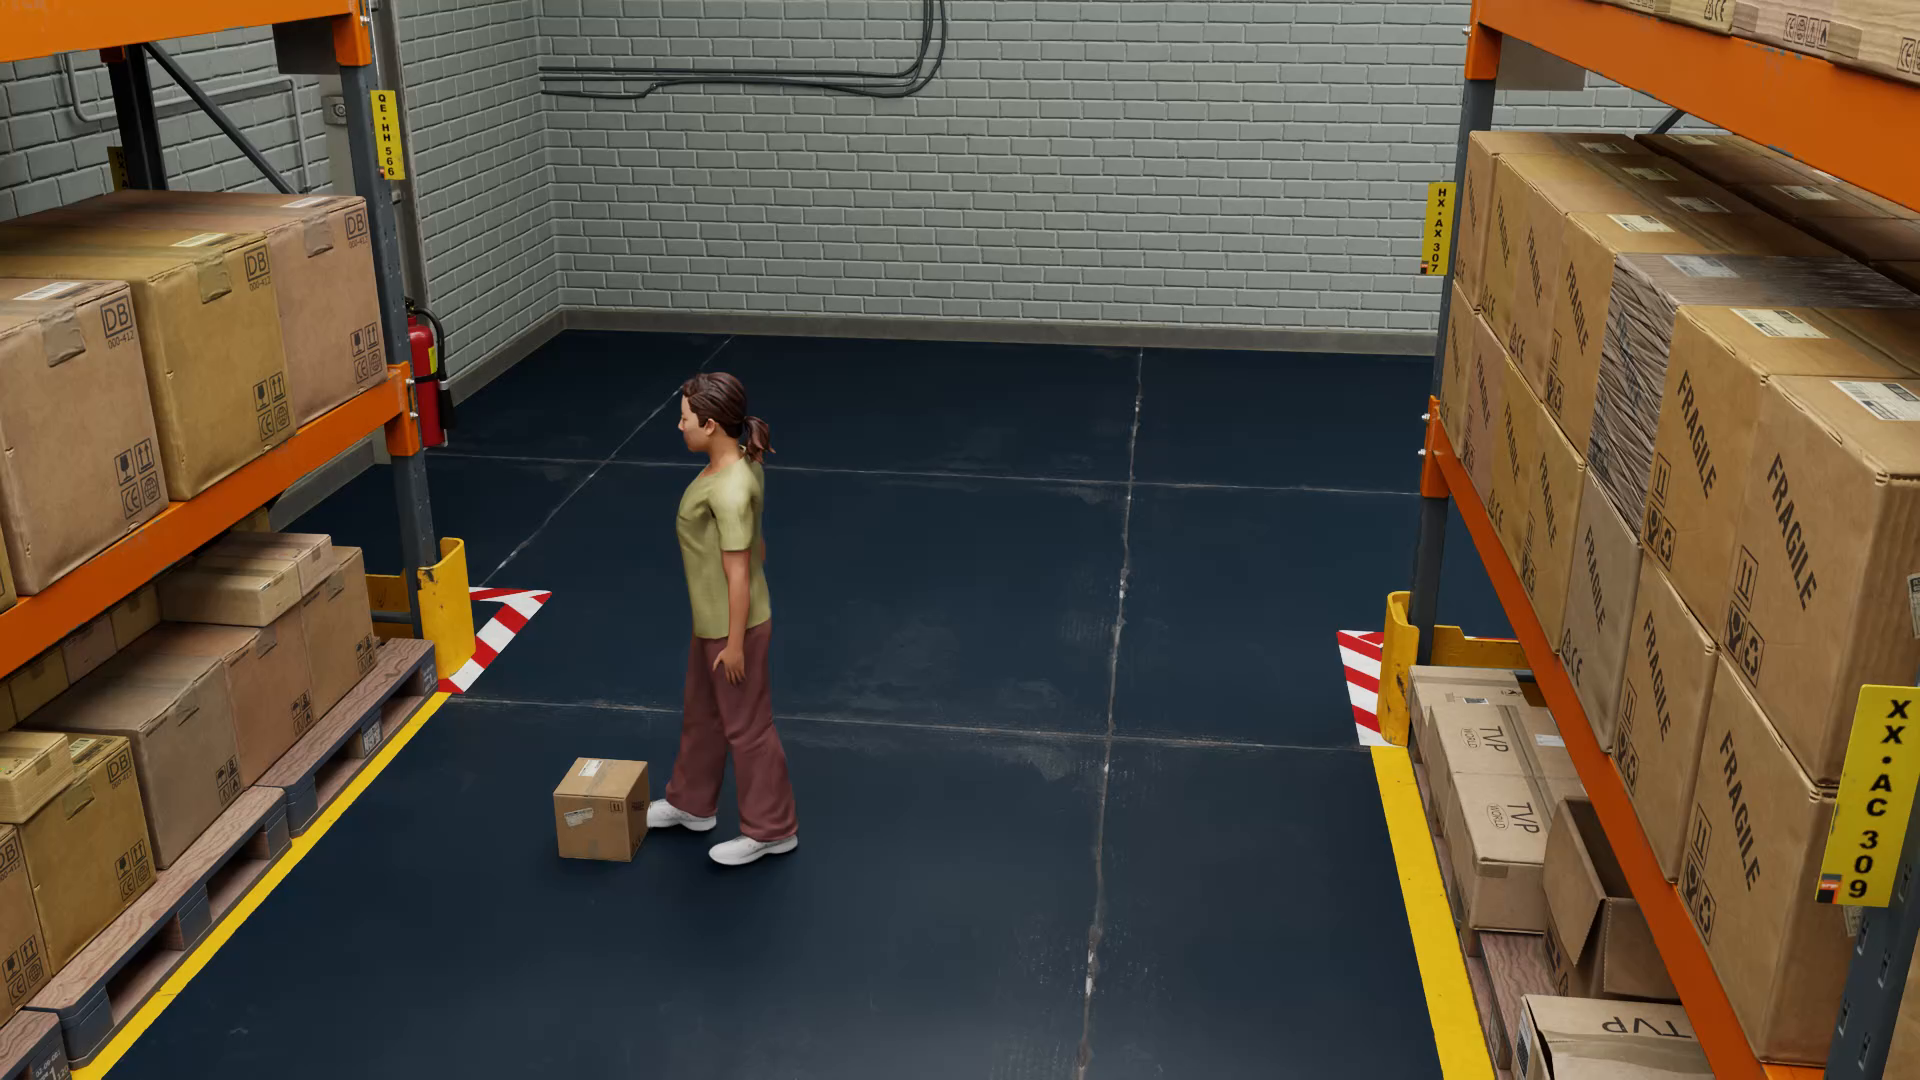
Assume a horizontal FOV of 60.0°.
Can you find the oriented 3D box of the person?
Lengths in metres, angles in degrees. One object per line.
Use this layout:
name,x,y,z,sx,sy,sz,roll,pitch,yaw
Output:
person,-0.840,0.270,5.365,0.582,1.669,0.473,-2,21,-6
